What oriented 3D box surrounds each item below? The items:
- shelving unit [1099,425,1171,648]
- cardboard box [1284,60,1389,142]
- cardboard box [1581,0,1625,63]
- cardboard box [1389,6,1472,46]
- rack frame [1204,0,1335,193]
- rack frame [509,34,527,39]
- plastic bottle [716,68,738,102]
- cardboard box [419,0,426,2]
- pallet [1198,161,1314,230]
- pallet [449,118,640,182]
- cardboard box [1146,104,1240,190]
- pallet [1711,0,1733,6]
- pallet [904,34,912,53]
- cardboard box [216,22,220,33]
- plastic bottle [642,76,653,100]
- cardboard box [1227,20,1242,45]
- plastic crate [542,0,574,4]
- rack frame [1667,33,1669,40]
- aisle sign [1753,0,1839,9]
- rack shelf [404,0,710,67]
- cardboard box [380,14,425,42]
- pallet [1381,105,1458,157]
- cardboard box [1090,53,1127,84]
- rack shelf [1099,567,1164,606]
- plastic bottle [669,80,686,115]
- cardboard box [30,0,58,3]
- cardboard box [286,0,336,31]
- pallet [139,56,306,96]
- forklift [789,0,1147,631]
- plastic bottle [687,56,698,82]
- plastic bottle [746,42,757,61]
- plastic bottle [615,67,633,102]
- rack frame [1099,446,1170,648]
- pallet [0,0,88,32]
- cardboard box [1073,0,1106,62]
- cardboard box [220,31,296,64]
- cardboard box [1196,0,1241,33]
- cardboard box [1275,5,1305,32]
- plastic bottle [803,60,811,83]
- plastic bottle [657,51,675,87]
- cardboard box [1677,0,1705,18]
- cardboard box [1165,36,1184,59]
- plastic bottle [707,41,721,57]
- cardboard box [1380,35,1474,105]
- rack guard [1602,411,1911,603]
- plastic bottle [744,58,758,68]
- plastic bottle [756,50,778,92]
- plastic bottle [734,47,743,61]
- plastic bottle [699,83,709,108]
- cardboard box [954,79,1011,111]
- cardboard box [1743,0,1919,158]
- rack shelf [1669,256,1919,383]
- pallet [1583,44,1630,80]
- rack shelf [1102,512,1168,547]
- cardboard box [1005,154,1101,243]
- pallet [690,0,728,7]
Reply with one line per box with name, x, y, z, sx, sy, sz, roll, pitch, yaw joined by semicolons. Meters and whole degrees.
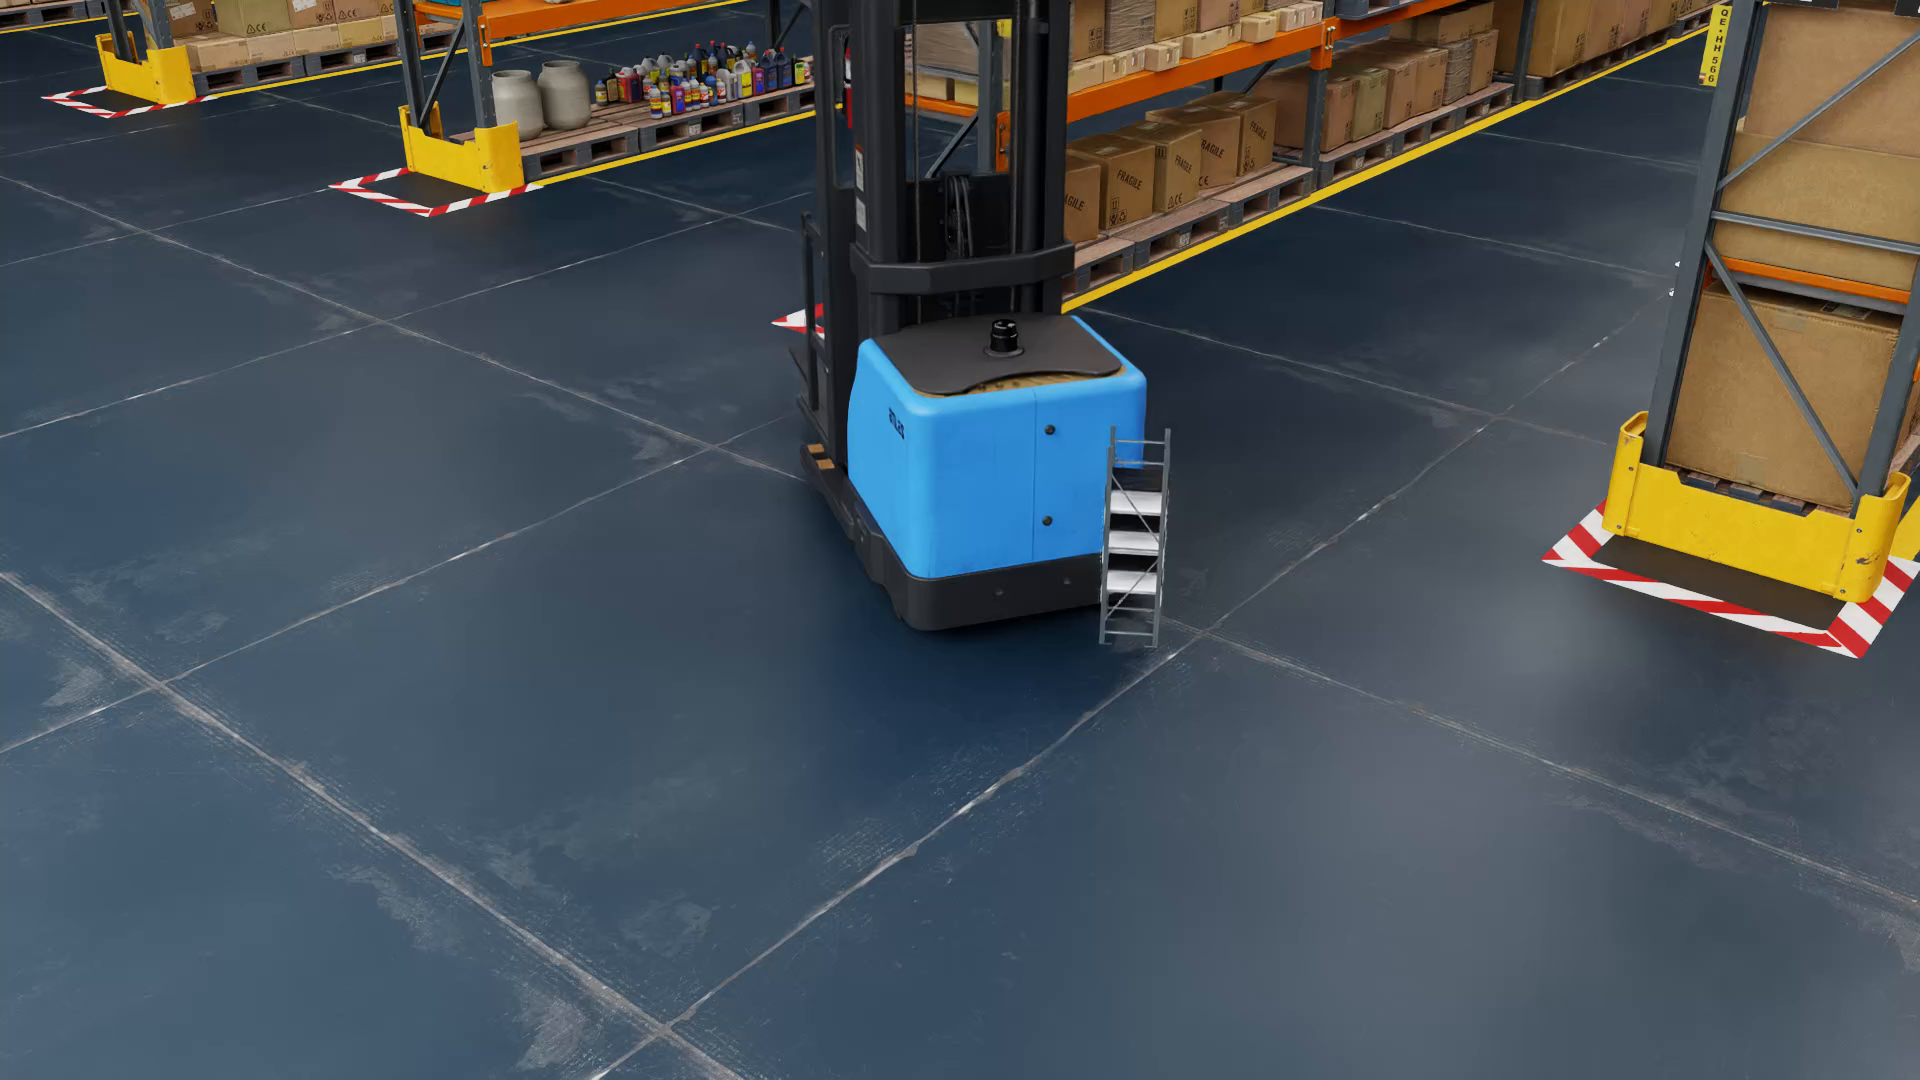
shelving unit;0.711;-0.006;6.782;0.258;0.900;0.210;3;28;7
cardboard box;3.092;-3.649;13.781;0.700;0.500;0.500;21;34;34
cardboard box;5.939;-5.403;16.784;1.225;0.875;0.875;21;34;35
cardboard box;4.179;-4.588;14.780;0.500;0.250;0.500;-24;36;-38
rack frame;2.367;-4.189;12.583;1.000;3.000;0.127;21;34;34
rack frame;-5.274;-7.086;18.182;1.000;3.000;0.127;21;34;34
plastic bottle;-2.076;-4.071;14.840;0.152;0.276;0.135;21;34;35
cardboard box;-5.728;-5.982;17.768;0.500;0.500;0.500;21;34;34
pallet;1.967;-2.702;12.744;1.003;0.211;1.213;21;34;34
pallet;-3.466;-3.307;13.913;1.003;0.211;1.213;21;34;34
cardboard box;1.723;-2.930;12.413;0.500;0.500;0.500;-16;31;-28
pallet;8.776;-6.468;20.024;1.003;0.211;1.213;21;34;34
pallet;-0.209;-5.122;17.422;1.003;0.211;1.213;21;34;34
cardboard box;-7.397;-5.090;16.860;0.500;0.250;0.500;21;34;34
plastic bottle;-2.791;-4.051;14.883;0.097;0.201;0.097;0;27;0
cardboard box;1.752;-3.587;11.693;0.380;0.149;0.250;21;34;34
plastic crate;-3.181;-4.325;13.132;0.298;0.136;0.250;21;34;34
rack frame;7.456;-7.026;18.066;1.000;3.000;0.127;21;34;34
aisle sign;3.309;-2.503;6.494;0.394;0.787;0.004;21;34;34
rack shelf;-2.727;-4.608;14.176;1.077;0.370;4.000;21;34;34
cardboard box;-6.033;-5.467;17.588;0.500;0.250;0.500;21;34;34
pallet;3.637;-3.662;14.598;1.003;0.211;1.213;21;34;34
cardboard box;0.840;-3.039;10.634;0.380;0.149;0.250;21;34;34
rack shelf;0.711;0.184;6.880;0.258;0.077;0.200;3;28;7
plastic bottle;-2.447;-3.834;14.374;0.061;0.283;0.133;21;34;35
cardboard box;-10.771;-6.536;19.568;0.500;0.311;0.500;24;36;38
cardboard box;-6.681;-5.450;16.739;0.500;0.500;0.500;21;34;34
pallet;-7.365;-4.712;16.629;1.003;0.211;1.213;21;34;34
forklift;-0.166;-1.585;7.625;1.130;2.935;3.031;-9;29;-16
plastic bottle;-2.473;-4.325;15.337;0.097;0.271;0.097;0;27;0
plastic bottle;-1.996;-4.635;15.936;0.097;0.271;0.097;0;27;0
plastic bottle;-2.988;-4.065;14.828;0.152;0.276;0.135;21;34;35
rack frame;0.698;0.041;6.692;0.240;0.900;0.006;3;28;7
pallet;-11.051;-6.180;19.466;1.003;0.211;1.213;21;34;34
cardboard box;0.419;-3.347;10.522;0.875;0.500;0.500;21;34;34
cardboard box;-6.991;-4.936;16.563;0.500;0.250;0.500;21;34;34
cardboard box;1.448;-3.850;11.496;0.875;0.500;0.500;21;34;34
cardboard box;2.291;-3.830;12.162;0.380;0.149;0.250;21;34;34
plastic bottle;-1.445;-4.370;15.499;0.097;0.201;0.097;0;27;0
plastic bottle;-2.679;-4.273;15.149;0.144;0.351;0.185;20;34;34
cardboard box;7.937;-6.479;18.865;0.875;0.875;0.875;21;34;34
cardboard box;1.274;-3.322;11.180;0.380;0.149;0.250;21;34;34
plastic bottle;-2.288;-4.491;15.570;0.144;0.351;0.185;22;34;36
cardboard box;4.158;-4.249;14.940;0.700;0.500;0.500;18;32;30
rack guard;3.571;-0.167;7.528;1.175;0.500;0.348;21;34;34
plastic bottle;-1.894;-4.276;15.237;0.152;0.276;0.135;21;34;34
plastic bottle;-1.764;-4.275;15.153;0.144;0.351;0.185;19;33;32
plastic bottle;-2.098;-4.487;15.637;0.061;0.283;0.133;21;34;34
plastic bottle;-2.261;-3.915;14.620;0.097;0.201;0.097;0;27;0
cardboard box;0.188;-2.691;9.960;0.380;0.149;0.250;21;34;34
cardboard box;3.852;-1.952;6.920;0.875;0.550;0.550;21;34;34
rack shelf;4.858;-1.675;8.506;1.077;0.370;4.000;21;34;34
pallet;6.247;-5.057;17.295;1.003;0.211;1.213;21;34;34
rack shelf;0.711;-0.056;6.756;0.258;0.077;0.200;3;28;7
cardboard box;0.587;-2.286;11.167;0.500;0.500;0.500;-18;32;-31
pallet;-3.284;-6.985;21.022;1.003;0.211;1.213;21;34;34
